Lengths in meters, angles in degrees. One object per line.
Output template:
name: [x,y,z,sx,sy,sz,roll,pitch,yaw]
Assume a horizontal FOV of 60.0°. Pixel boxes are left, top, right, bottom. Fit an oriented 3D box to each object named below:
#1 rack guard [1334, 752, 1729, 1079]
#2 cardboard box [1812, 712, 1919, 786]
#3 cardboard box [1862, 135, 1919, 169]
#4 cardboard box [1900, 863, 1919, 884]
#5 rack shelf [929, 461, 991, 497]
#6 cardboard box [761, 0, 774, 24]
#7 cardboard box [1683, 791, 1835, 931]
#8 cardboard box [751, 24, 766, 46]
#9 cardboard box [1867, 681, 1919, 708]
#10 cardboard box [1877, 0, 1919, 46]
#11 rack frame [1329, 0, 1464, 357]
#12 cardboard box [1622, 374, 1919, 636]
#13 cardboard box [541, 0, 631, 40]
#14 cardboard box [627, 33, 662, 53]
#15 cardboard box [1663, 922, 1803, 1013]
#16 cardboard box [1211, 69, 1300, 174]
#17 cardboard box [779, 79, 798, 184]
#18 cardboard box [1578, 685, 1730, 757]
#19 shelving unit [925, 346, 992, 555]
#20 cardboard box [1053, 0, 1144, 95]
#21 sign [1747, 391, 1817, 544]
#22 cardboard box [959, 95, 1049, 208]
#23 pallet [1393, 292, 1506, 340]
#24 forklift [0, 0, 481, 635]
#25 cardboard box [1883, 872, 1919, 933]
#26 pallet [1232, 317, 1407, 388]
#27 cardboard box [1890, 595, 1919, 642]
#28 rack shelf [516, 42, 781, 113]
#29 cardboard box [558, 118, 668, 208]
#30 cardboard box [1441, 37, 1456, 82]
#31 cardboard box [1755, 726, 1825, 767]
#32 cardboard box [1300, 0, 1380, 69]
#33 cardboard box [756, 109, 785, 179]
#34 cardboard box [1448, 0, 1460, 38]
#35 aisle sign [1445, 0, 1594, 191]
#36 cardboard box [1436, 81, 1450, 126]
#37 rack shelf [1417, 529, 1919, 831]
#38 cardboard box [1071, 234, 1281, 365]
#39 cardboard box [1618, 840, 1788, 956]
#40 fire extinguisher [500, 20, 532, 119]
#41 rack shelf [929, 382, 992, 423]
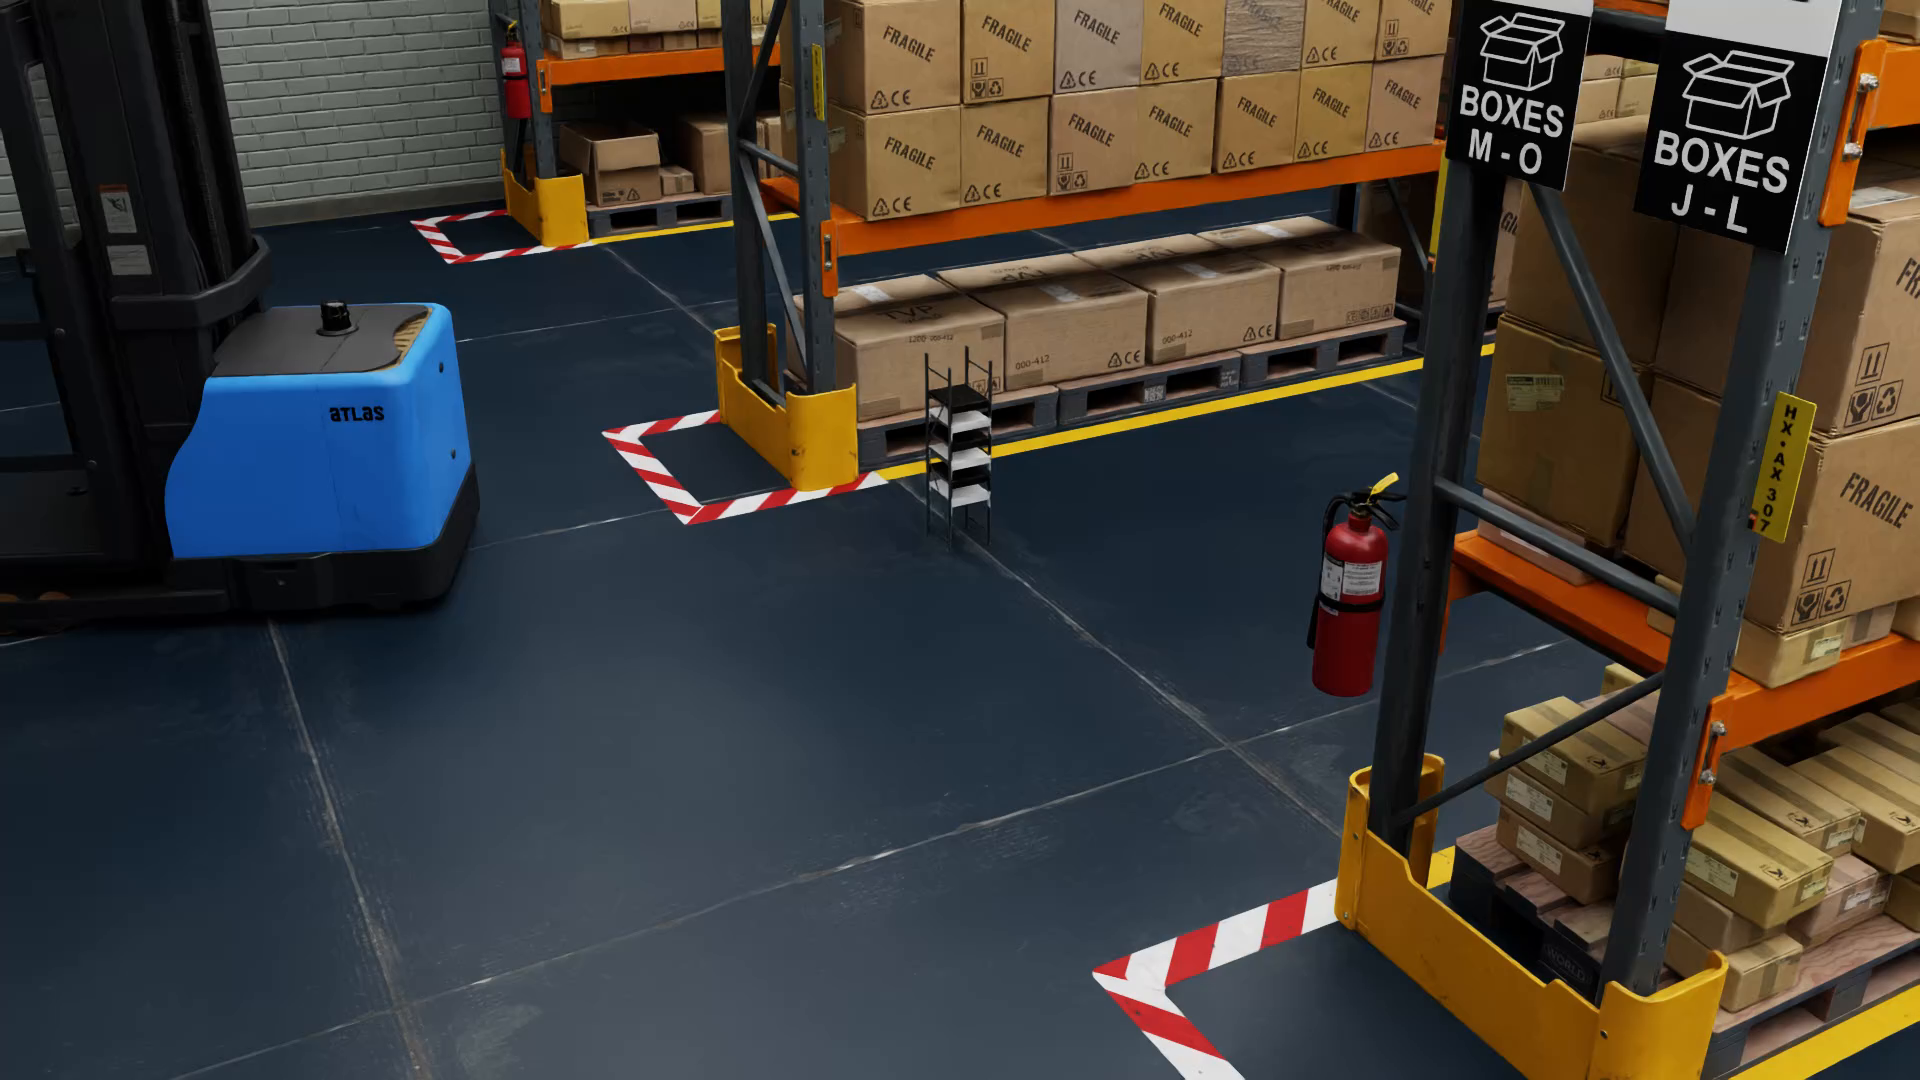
rack guard: [1.591,1.138,4.803,0.348,0.500,1.175,-13,29,-25]
cardboard box: [2.796,0.690,4.968,0.250,0.149,0.380,-15,29,-28]
cardboard box: [2.488,-0.699,4.126,0.500,0.500,0.500,-12,28,-24]
cardboard box: [2.827,0.851,4.978,0.250,0.149,0.380,-12,28,-24]
rack shelf: [-0.007,-0.293,7.605,0.200,0.077,0.258,-13,29,-25]
cardboard box: [-1.374,-4.114,12.683,0.500,0.250,0.500,-14,29,-26]
cardboard box: [2.146,0.877,4.579,0.250,0.149,0.380,-14,29,-27]
cardboard box: [-1.654,-3.831,12.554,0.250,0.149,0.380,-14,29,-27]
cardboard box: [3.043,0.403,5.566,0.250,0.149,0.380,-14,29,-27]
cardboard box: [2.041,-1.252,3.600,0.500,0.250,0.500,-12,28,-23]
rack frame: [2.635,-2.658,9.821,0.127,3.000,1.000,-13,29,-25]
cardboard box: [2.050,-0.139,4.115,0.500,0.500,0.500,-12,28,-23]
cardboard box: [-2.706,-3.795,12.017,0.500,0.250,0.500,-13,28,-25]
cardboard box: [-2.396,-3.724,12.331,0.250,0.149,0.380,-13,29,-26]
cardboard box: [2.137,1.138,4.724,0.250,0.149,0.380,-12,28,-24]
cardboard box: [1.458,-2.296,8.952,0.500,0.500,0.500,-13,29,-26]
cardboard box: [-0.593,-2.088,8.518,0.500,0.500,0.500,-13,28,-25]
cardboard box: [2.121,0.620,5.114,0.250,0.149,0.380,-12,28,-24]
shelving unit: [-0.007,-0.404,7.552,0.210,0.900,0.258,-13,29,-25]
cardboard box: [0.567,-2.544,8.313,0.500,0.500,0.500,-13,29,-25]
sign: [1.780,-0.157,3.611,0.005,0.325,0.100,-13,29,-25]
cardboard box: [0.098,-1.991,8.315,0.500,0.500,0.500,-13,29,-26]
pallet: [3.281,-1.587,10.812,1.213,0.211,1.003,-13,29,-25]
forklift: [-3.748,-1.168,6.795,3.031,2.935,1.130,-2,26,-5]
cardboard box: [2.823,0.990,5.032,0.250,0.149,0.380,-13,28,-24]
pallet: [1.927,-1.276,10.164,1.213,0.211,1.003,-13,29,-25]
cardboard box: [2.432,0.097,4.373,0.250,0.149,0.380,-14,29,-27]
rack shelf: [-1.468,-3.822,13.075,4.000,0.370,1.077,-13,29,-25]
cardboard box: [-2.649,-2.891,12.705,0.637,0.503,0.797,-14,29,-27]
cardboard box: [3.156,-2.798,9.708,0.500,0.250,0.500,-14,29,-27]
cardboard box: [2.599,0.650,5.396,0.250,0.149,0.380,-13,29,-26]
cardboard box: [1.897,-2.852,8.955,0.500,0.500,0.500,-13,29,-26]
cardboard box: [-1.363,-3.118,13.182,0.500,0.500,0.500,-12,28,-24]
cardboard box: [3.159,-3.134,9.541,0.500,0.500,0.500,-13,28,-25]
aisle sign: [1.319,-1.245,3.875,0.004,0.787,0.394,-13,29,-25]
cardboard box: [3.148,-2.580,9.830,0.500,0.250,0.500,-14,29,-26]
rack shelf: [3.289,-0.057,5.234,4.000,0.370,1.077,-13,29,-25]
cardboard box: [1.241,-1.423,9.724,0.875,0.438,0.875,-14,29,-27]
cardboard box: [2.107,0.979,4.710,0.250,0.149,0.380,-12,28,-23]
fire extinguisher: [-3.145,-3.329,11.739,0.183,0.674,0.296,-13,29,-25]
rack shelf: [-0.007,-0.617,7.449,0.200,0.077,0.258,-13,29,-25]
